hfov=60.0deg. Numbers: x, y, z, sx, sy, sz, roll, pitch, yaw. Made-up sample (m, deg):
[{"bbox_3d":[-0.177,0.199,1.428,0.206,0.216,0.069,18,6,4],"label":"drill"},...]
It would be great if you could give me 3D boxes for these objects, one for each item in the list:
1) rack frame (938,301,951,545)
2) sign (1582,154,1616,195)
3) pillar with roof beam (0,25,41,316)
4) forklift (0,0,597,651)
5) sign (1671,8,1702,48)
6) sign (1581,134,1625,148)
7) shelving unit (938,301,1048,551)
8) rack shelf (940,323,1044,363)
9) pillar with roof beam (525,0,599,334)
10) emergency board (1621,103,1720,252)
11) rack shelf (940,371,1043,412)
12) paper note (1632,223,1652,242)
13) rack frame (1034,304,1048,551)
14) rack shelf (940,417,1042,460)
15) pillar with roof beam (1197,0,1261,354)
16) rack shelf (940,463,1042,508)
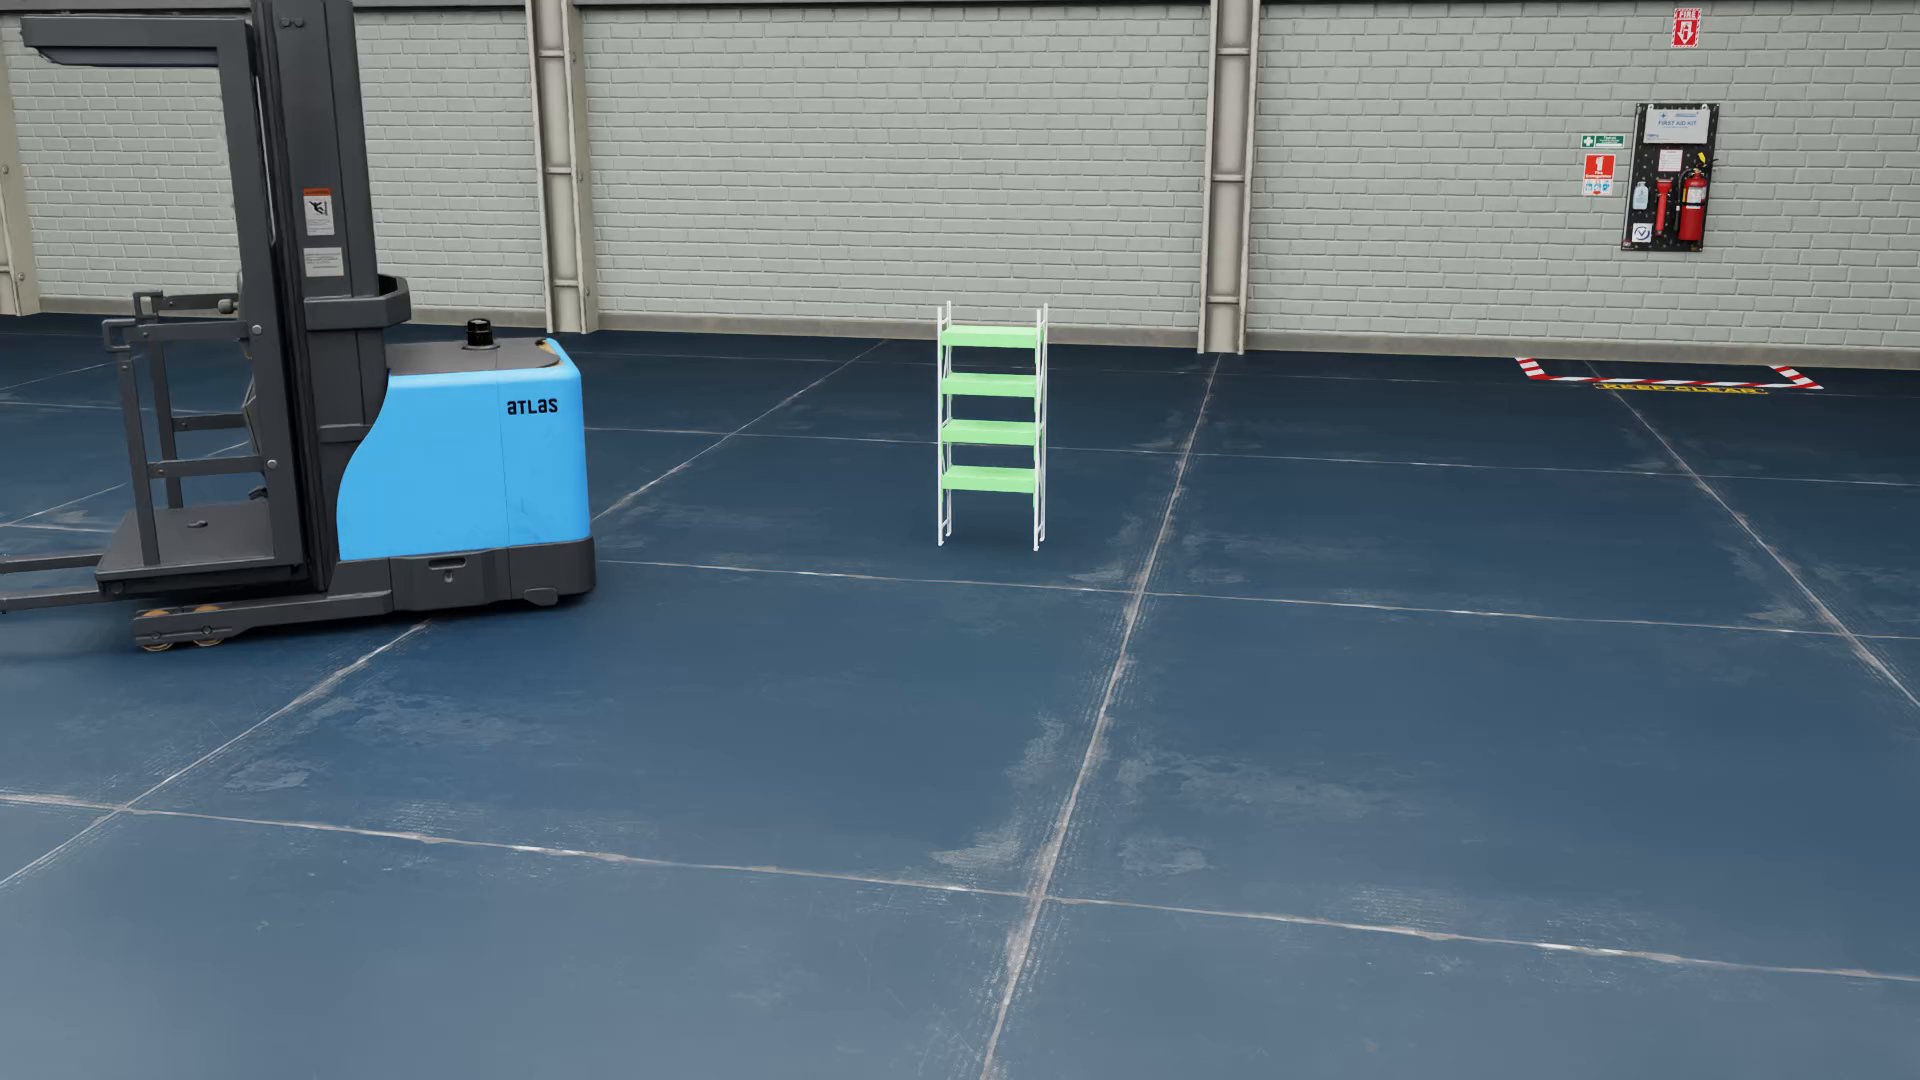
[{"bbox_3d":[-0.077,-0.582,8.347,0.015,1.200,0.240,3,16,11],"label":"rack frame"},{"bbox_3d":[5.208,-2.979,13.560,0.234,0.329,0.001,3,16,11],"label":"sign"},{"bbox_3d":[-10.353,-5.486,11.441,0.400,9.000,9.100,3,16,11],"label":"pillar with roof beam"},{"bbox_3d":[-3.207,-1.113,7.020,3.031,2.935,1.130,-5,16,-19],"label":"forklift"},{"bbox_3d":[5.741,-4.049,13.148,0.199,0.298,0.001,3,16,11],"label":"sign"},{"bbox_3d":[5.211,-3.232,13.480,0.331,0.109,0.001,3,16,11],"label":"sign"},{"bbox_3d":[0.162,-0.569,8.300,0.503,1.200,0.258,3,16,11],"label":"shelving unit"},{"bbox_3d":[0.162,-0.970,8.189,0.480,0.148,0.258,3,16,11],"label":"rack shelf"},{"bbox_3d":[-4.474,-5.167,10.289,0.400,9.000,9.100,3,16,11],"label":"pillar with roof beam"},{"bbox_3d":[5.729,-2.905,13.361,0.643,1.169,0.194,3,16,11],"label":"emergency board"},{"bbox_3d":[0.162,-0.739,8.253,0.480,0.148,0.258,3,16,11],"label":"rack shelf"},{"bbox_3d":[5.570,-2.508,13.578,0.142,0.148,0.016,3,16,11],"label":"paper note"},{"bbox_3d":[0.401,-0.556,8.253,0.015,1.200,0.240,3,16,11],"label":"rack frame"},{"bbox_3d":[0.162,-0.508,8.317,0.480,0.148,0.258,3,16,11],"label":"rack shelf"},{"bbox_3d":[1.406,-4.848,9.137,0.400,9.000,9.100,3,16,11],"label":"pillar with roof beam"},{"bbox_3d":[0.162,-0.277,8.381,0.480,0.148,0.258,3,16,11],"label":"rack shelf"}]
